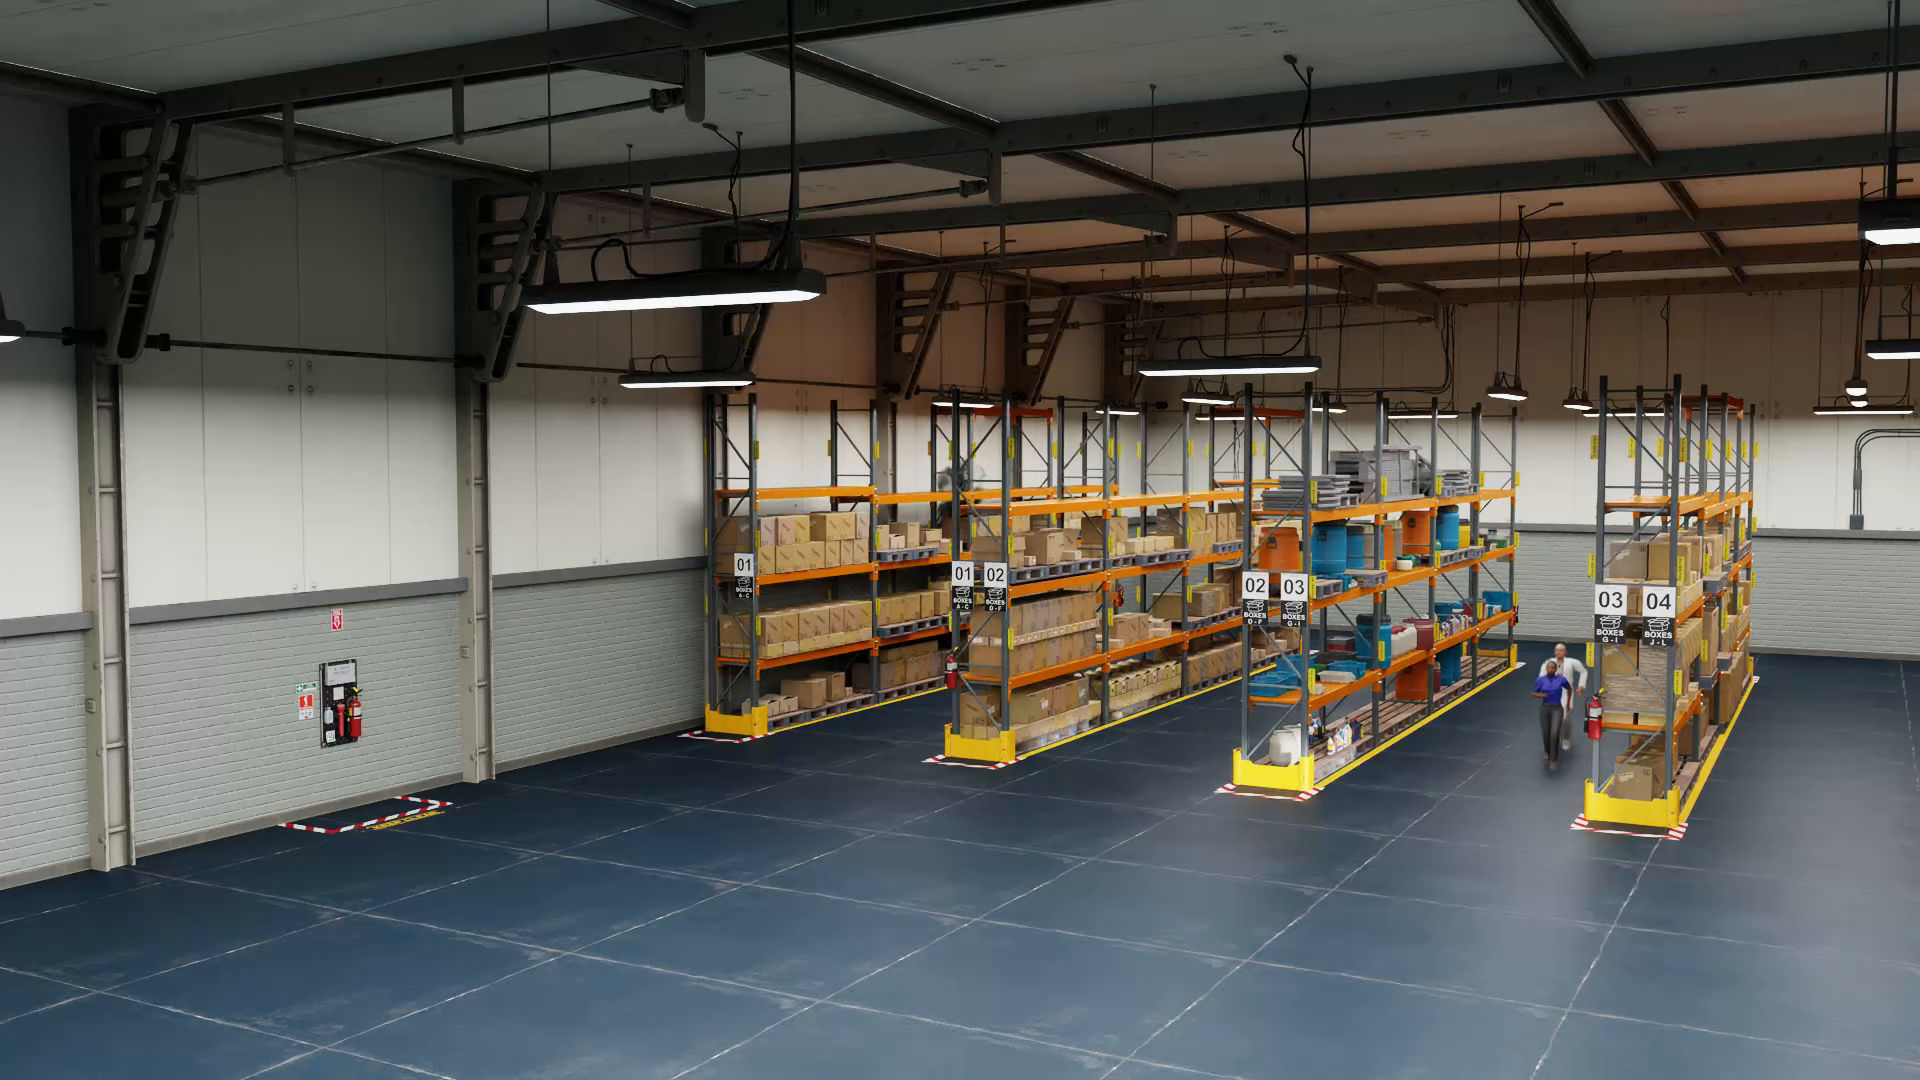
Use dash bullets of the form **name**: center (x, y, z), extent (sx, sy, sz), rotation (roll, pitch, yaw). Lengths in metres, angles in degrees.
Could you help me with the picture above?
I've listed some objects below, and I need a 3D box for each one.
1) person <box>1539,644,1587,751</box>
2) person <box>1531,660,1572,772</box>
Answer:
- **person**: center (10.039, 2.677, 27.779), extent (0.731, 1.713, 0.749), rotation (2, 4, 31)
- **person**: center (9.333, 2.754, 26.268), extent (0.578, 1.698, 0.817), rotation (2, 3, 26)
